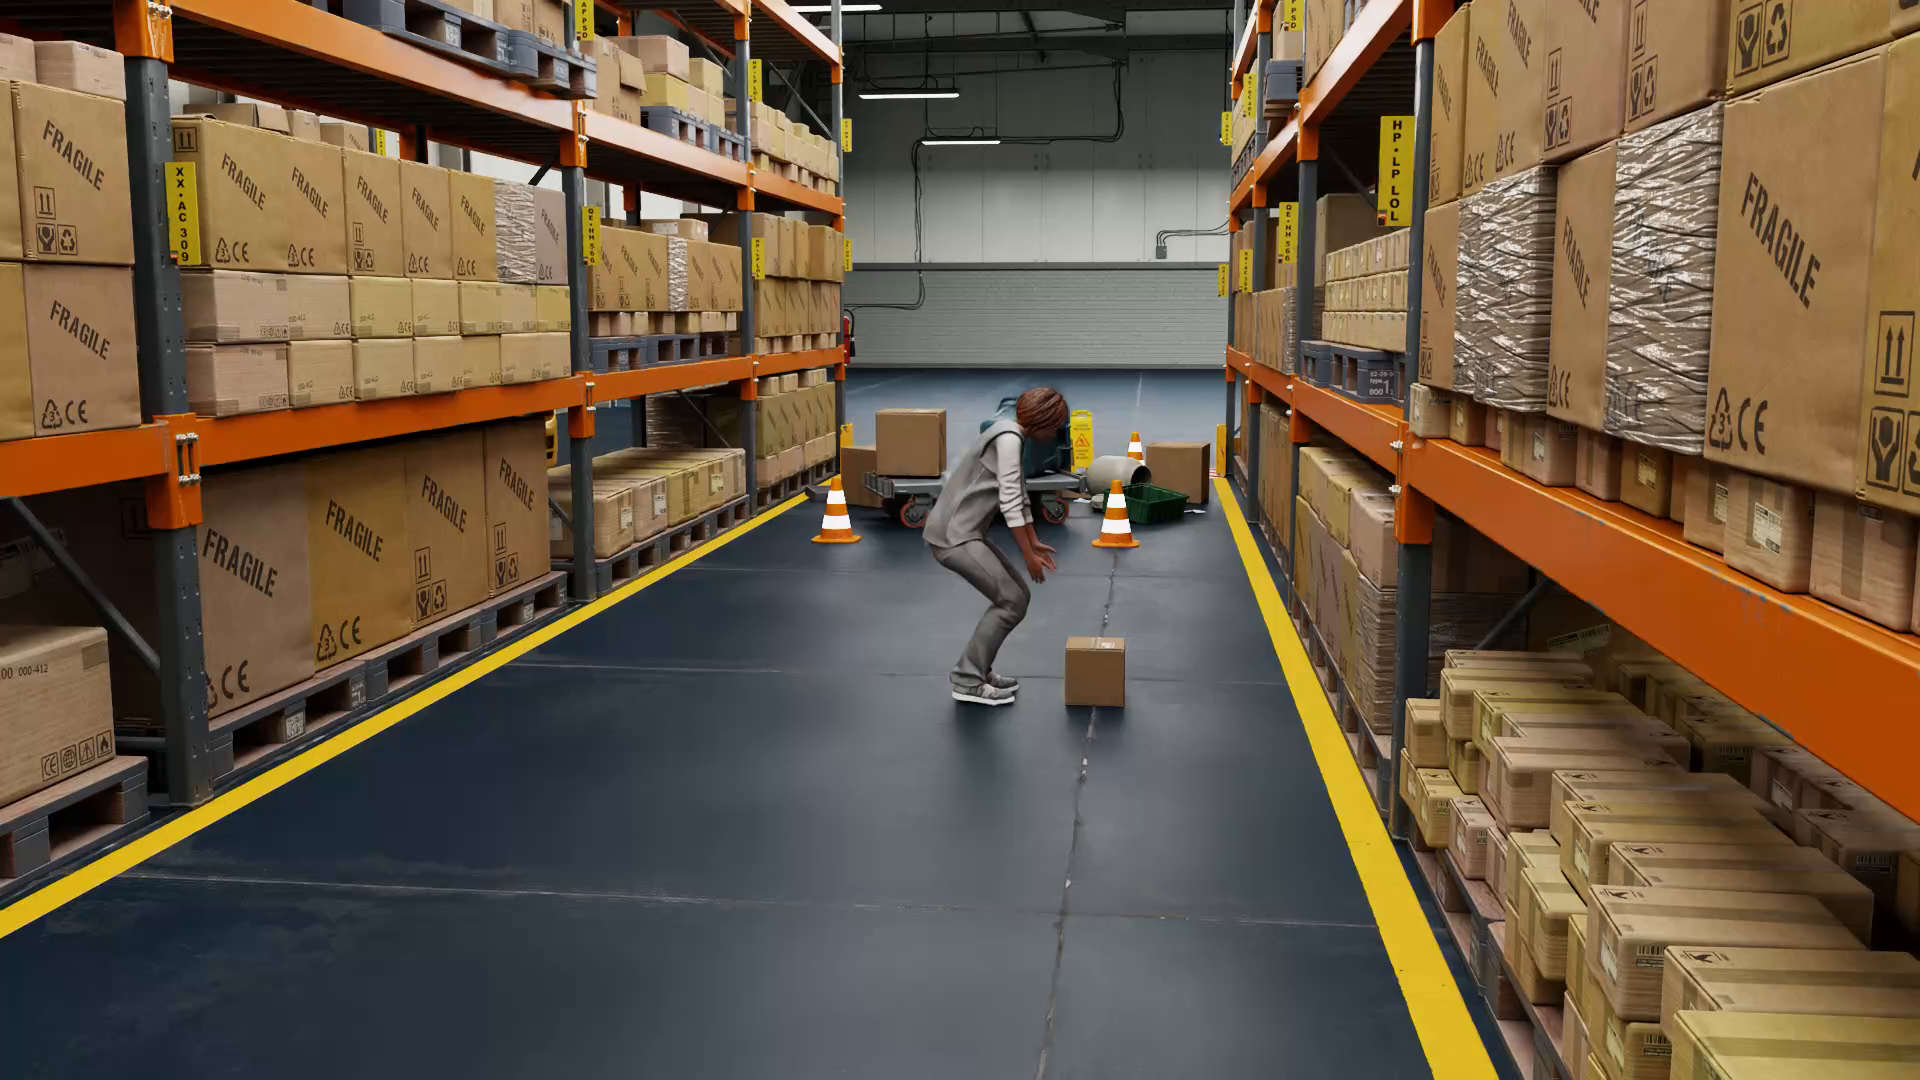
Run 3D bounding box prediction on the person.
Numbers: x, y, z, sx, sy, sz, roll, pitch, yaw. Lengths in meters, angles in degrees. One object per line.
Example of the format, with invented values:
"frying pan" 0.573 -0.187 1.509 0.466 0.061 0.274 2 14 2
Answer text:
"person" 0.152 0.015 7.170 0.621 1.351 0.461 1 8 7
